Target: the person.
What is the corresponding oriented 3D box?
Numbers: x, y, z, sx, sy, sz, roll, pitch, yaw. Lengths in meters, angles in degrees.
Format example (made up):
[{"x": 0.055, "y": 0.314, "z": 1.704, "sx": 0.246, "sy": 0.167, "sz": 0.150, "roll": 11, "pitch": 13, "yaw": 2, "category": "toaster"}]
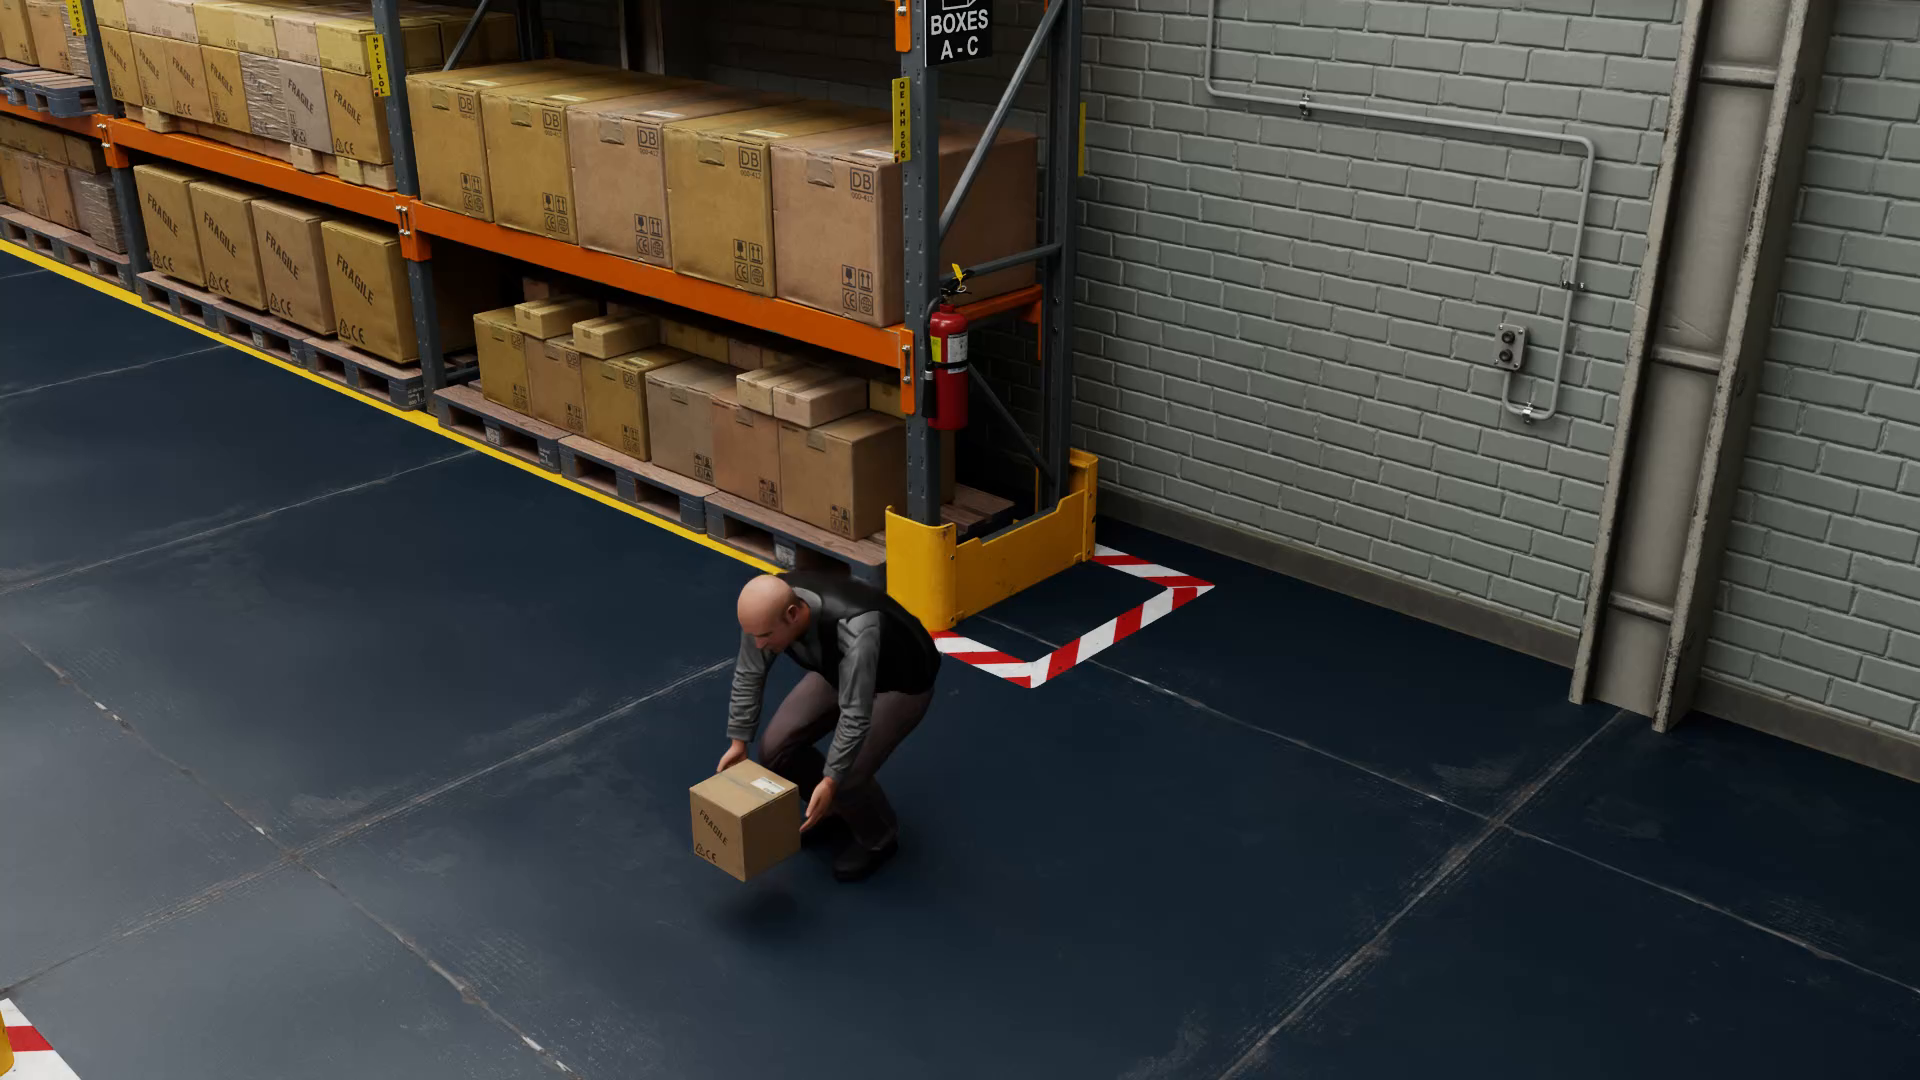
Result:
[{"x": -0.405, "y": 0.559, "z": 5.540, "sx": 0.575, "sy": 1.179, "sz": 0.804, "roll": 20, "pitch": 31, "yaw": 38, "category": "person"}]
